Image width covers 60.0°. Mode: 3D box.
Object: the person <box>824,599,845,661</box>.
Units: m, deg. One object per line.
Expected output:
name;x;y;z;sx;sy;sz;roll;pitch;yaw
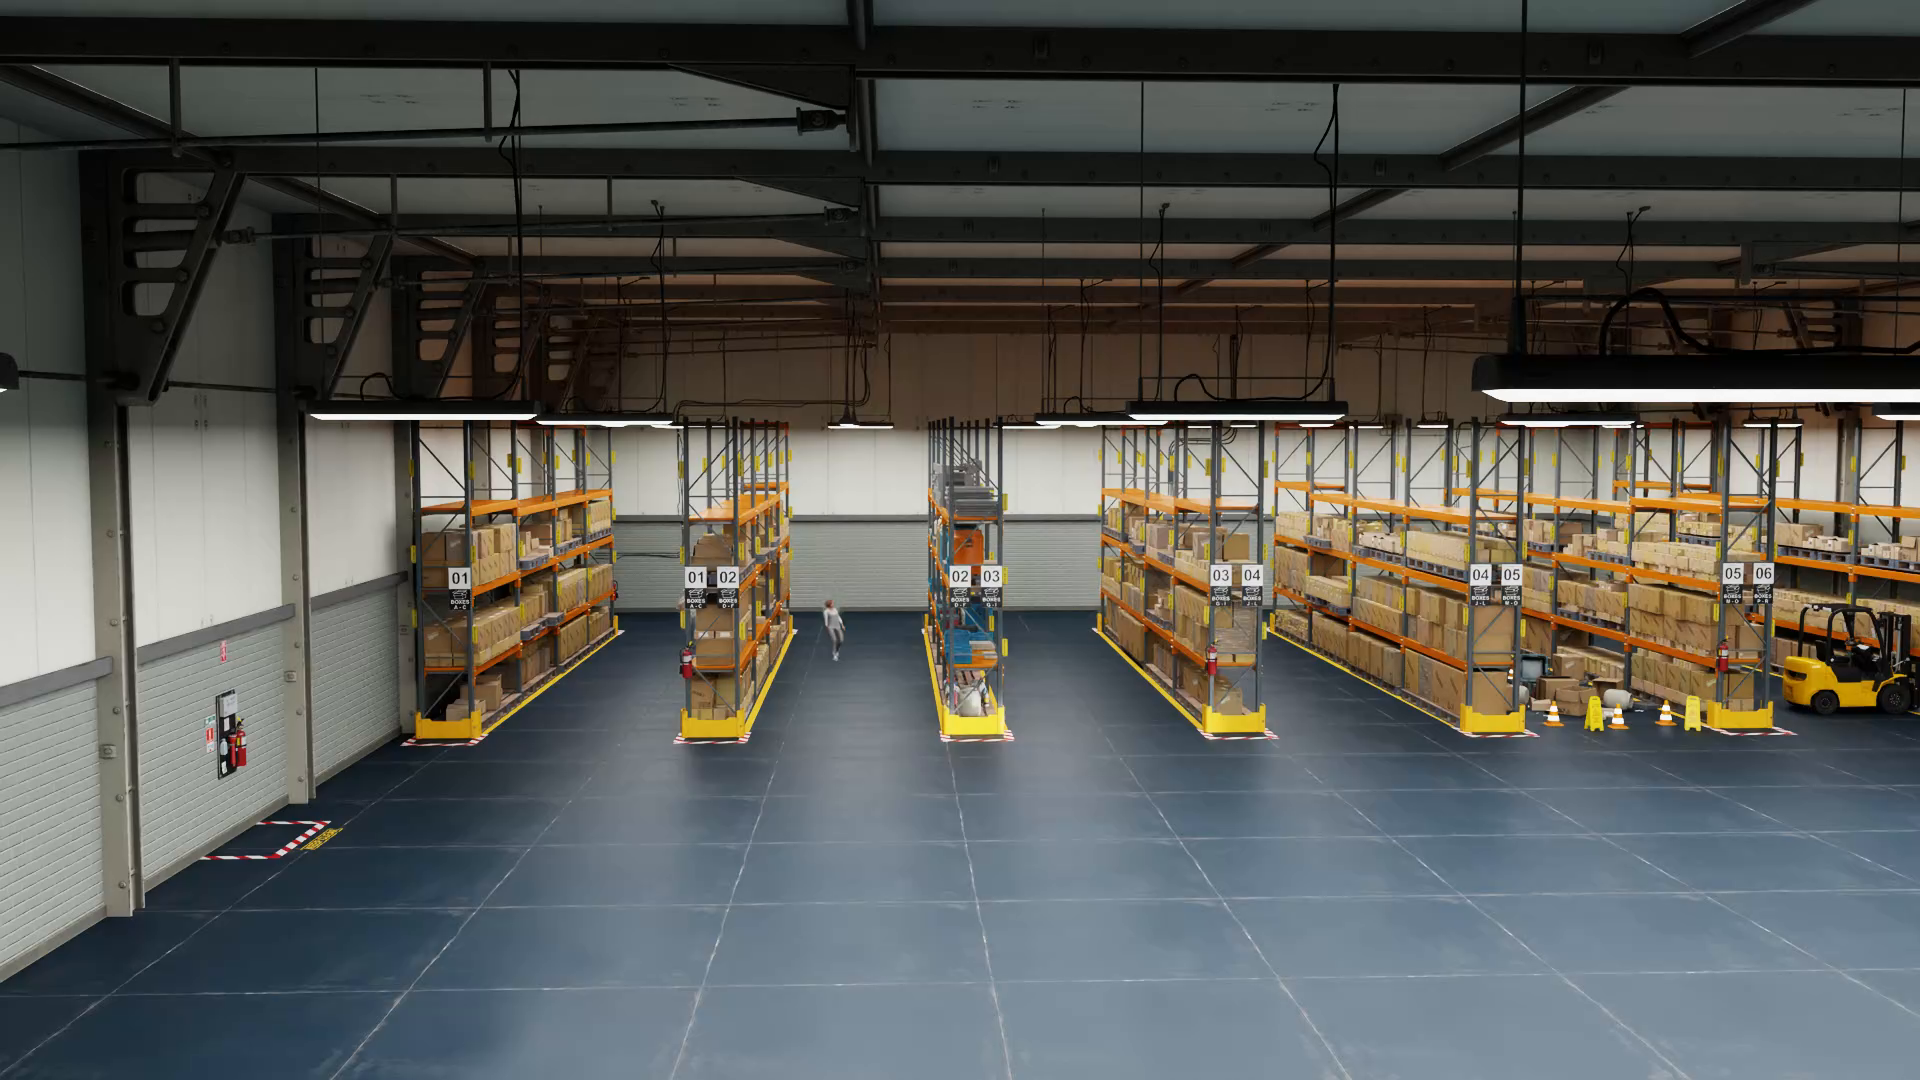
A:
person;-3.146;2.299;41.821;0.473;1.427;0.554;-2;4;-27

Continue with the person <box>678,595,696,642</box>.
person;-7.154;2.053;44.123;0.623;1.697;0.746;0;4;3
